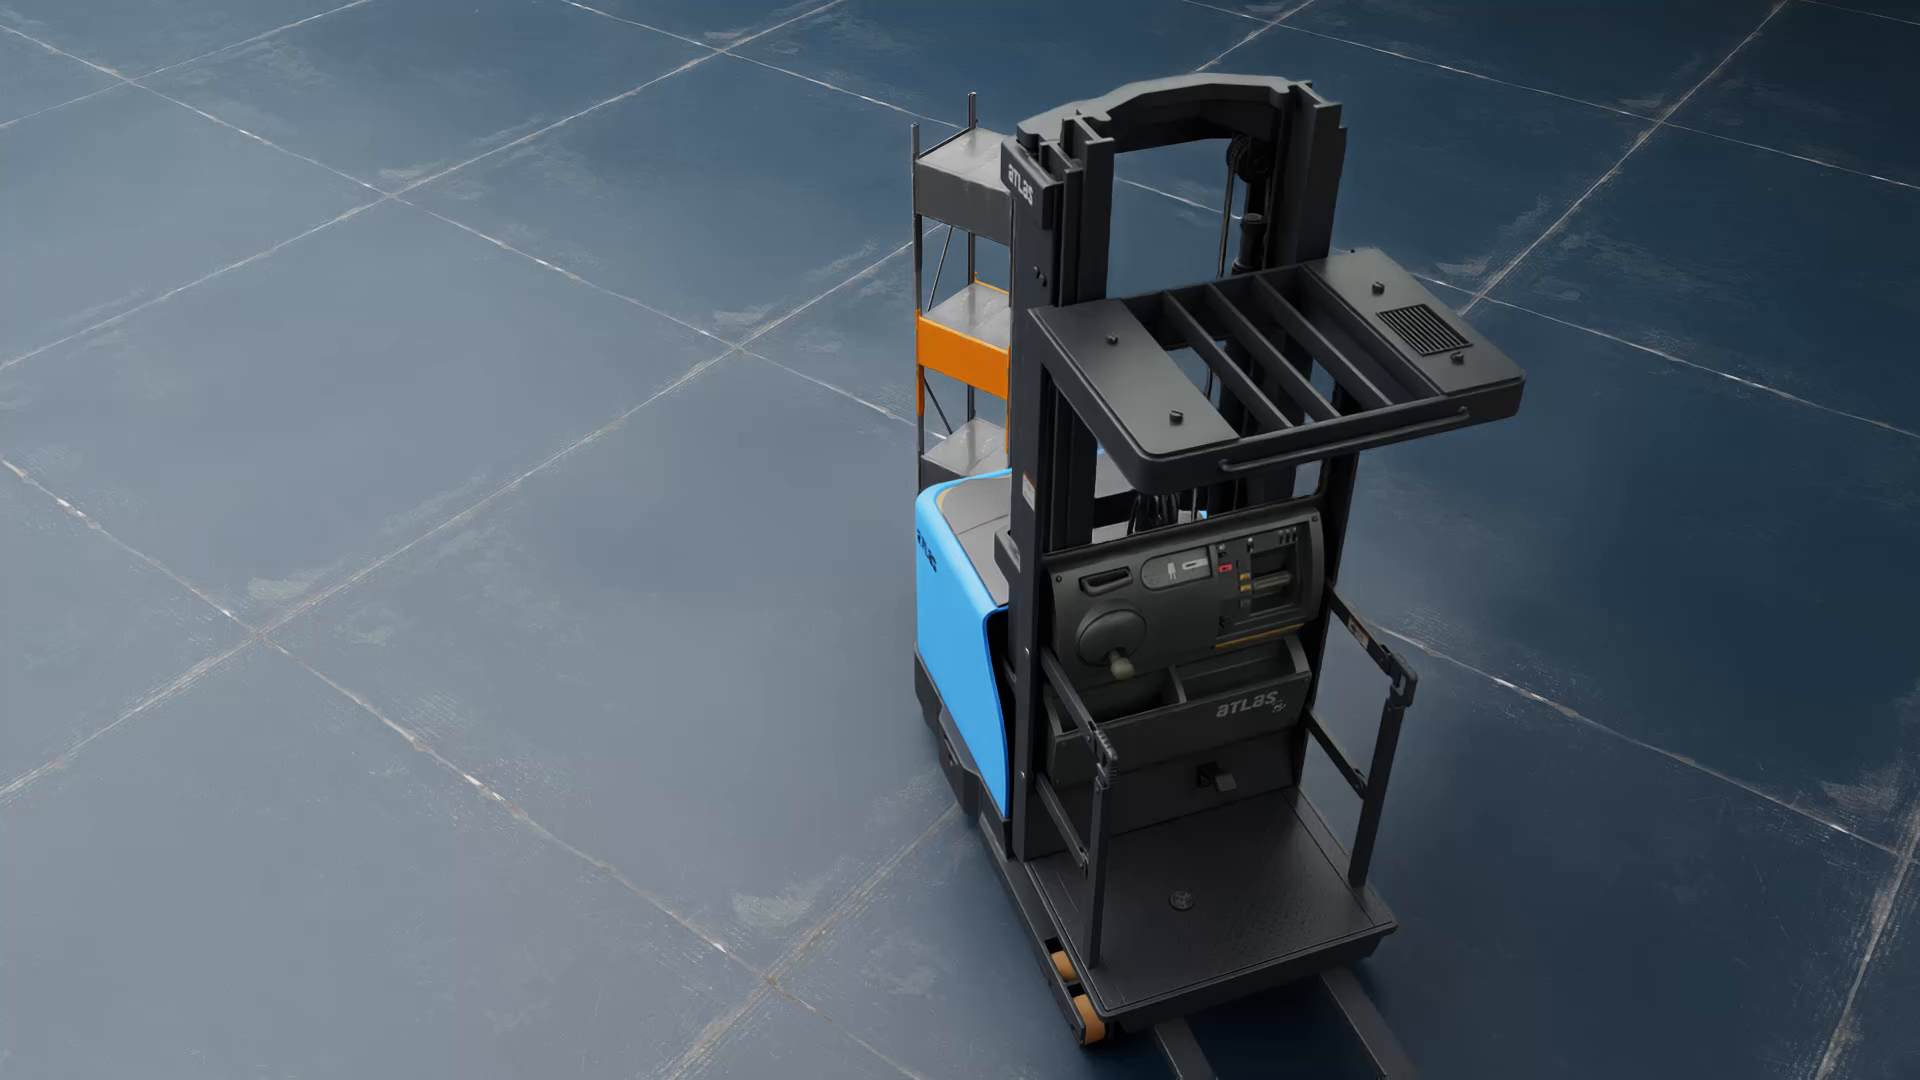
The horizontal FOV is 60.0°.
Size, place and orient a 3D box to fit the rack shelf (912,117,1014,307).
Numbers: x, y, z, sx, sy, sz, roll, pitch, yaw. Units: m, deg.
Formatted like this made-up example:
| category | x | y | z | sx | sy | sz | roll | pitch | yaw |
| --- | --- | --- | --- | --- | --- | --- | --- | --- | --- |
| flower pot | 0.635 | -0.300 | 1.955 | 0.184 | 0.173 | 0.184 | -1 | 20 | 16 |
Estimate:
| category | x | y | z | sx | sy | sz | roll | pitch | yaw |
| --- | --- | --- | --- | --- | --- | --- | --- | --- | --- |
| rack shelf | 0.131 | -1.305 | 6.600 | 0.480 | 0.518 | 0.431 | 25 | 45 | 29 |

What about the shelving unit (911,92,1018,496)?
| category | x | y | z | sx | sy | sz | roll | pitch | yaw |
| --- | --- | --- | --- | --- | --- | --- | --- | --- | --- |
| shelving unit | 0.131 | -0.765 | 7.024 | 0.503 | 2.100 | 0.431 | 25 | 45 | 29 |

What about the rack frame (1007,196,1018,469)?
| category | x | y | z | sx | sy | sz | roll | pitch | yaw |
| --- | --- | --- | --- | --- | --- | --- | --- | --- | --- |
| rack frame | 0.325 | -0.673 | 6.907 | 0.015 | 2.100 | 0.400 | 25 | 45 | 29 |

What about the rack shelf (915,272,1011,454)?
| category | x | y | z | sx | sy | sz | roll | pitch | yaw |
| --- | --- | --- | --- | --- | --- | --- | --- | --- | --- |
| rack shelf | 0.131 | -0.754 | 7.032 | 0.480 | 0.518 | 0.431 | 25 | 45 | 29 |

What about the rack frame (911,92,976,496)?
| category | x | y | z | sx | sy | sz | roll | pitch | yaw |
| --- | --- | --- | --- | --- | --- | --- | --- | --- | --- |
| rack frame | -0.062 | -0.856 | 7.140 | 0.015 | 2.100 | 0.400 | 25 | 45 | 29 |

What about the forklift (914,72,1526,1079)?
| category | x | y | z | sx | sy | sz | roll | pitch | yaw |
| --- | --- | --- | --- | --- | --- | --- | --- | --- | --- |
| forklift | 0.796 | 0.245 | 5.059 | 1.130 | 2.935 | 3.031 | -13 | 40 | -16 |

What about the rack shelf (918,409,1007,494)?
| category | x | y | z | sx | sy | sz | roll | pitch | yaw |
| --- | --- | --- | --- | --- | --- | --- | --- | --- | --- |
| rack shelf | 0.131 | -0.203 | 7.463 | 0.480 | 0.518 | 0.431 | 25 | 45 | 29 |
